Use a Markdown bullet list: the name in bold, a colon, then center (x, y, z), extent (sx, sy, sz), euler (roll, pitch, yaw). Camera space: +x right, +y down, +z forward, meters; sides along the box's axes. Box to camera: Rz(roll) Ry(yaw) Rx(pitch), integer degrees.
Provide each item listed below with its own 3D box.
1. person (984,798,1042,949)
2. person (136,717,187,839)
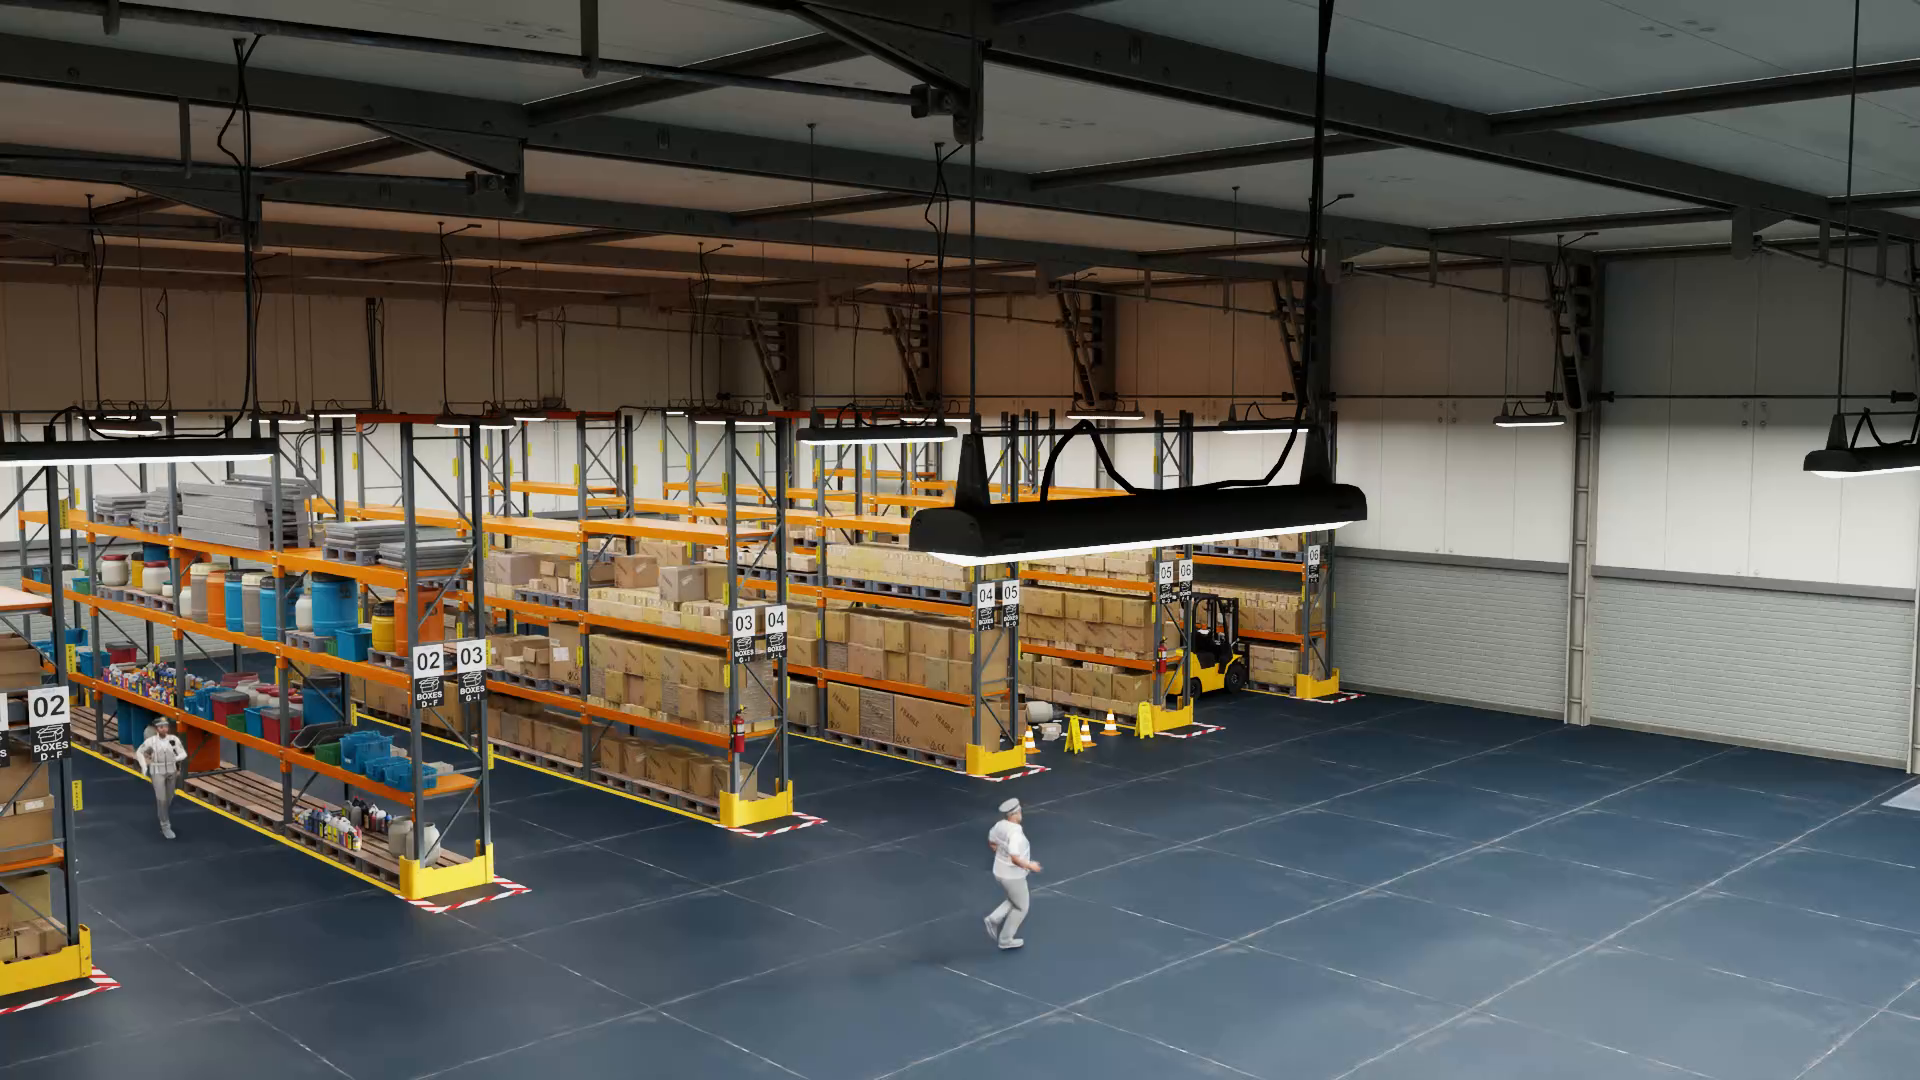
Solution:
- **person**: center (0.601, 3.807, 19.035), extent (0.596, 1.736, 0.640), euler (-2, 5, -22)
- **person**: center (-11.480, 3.378, 23.972), extent (0.612, 1.692, 0.920), euler (-4, 7, -42)
